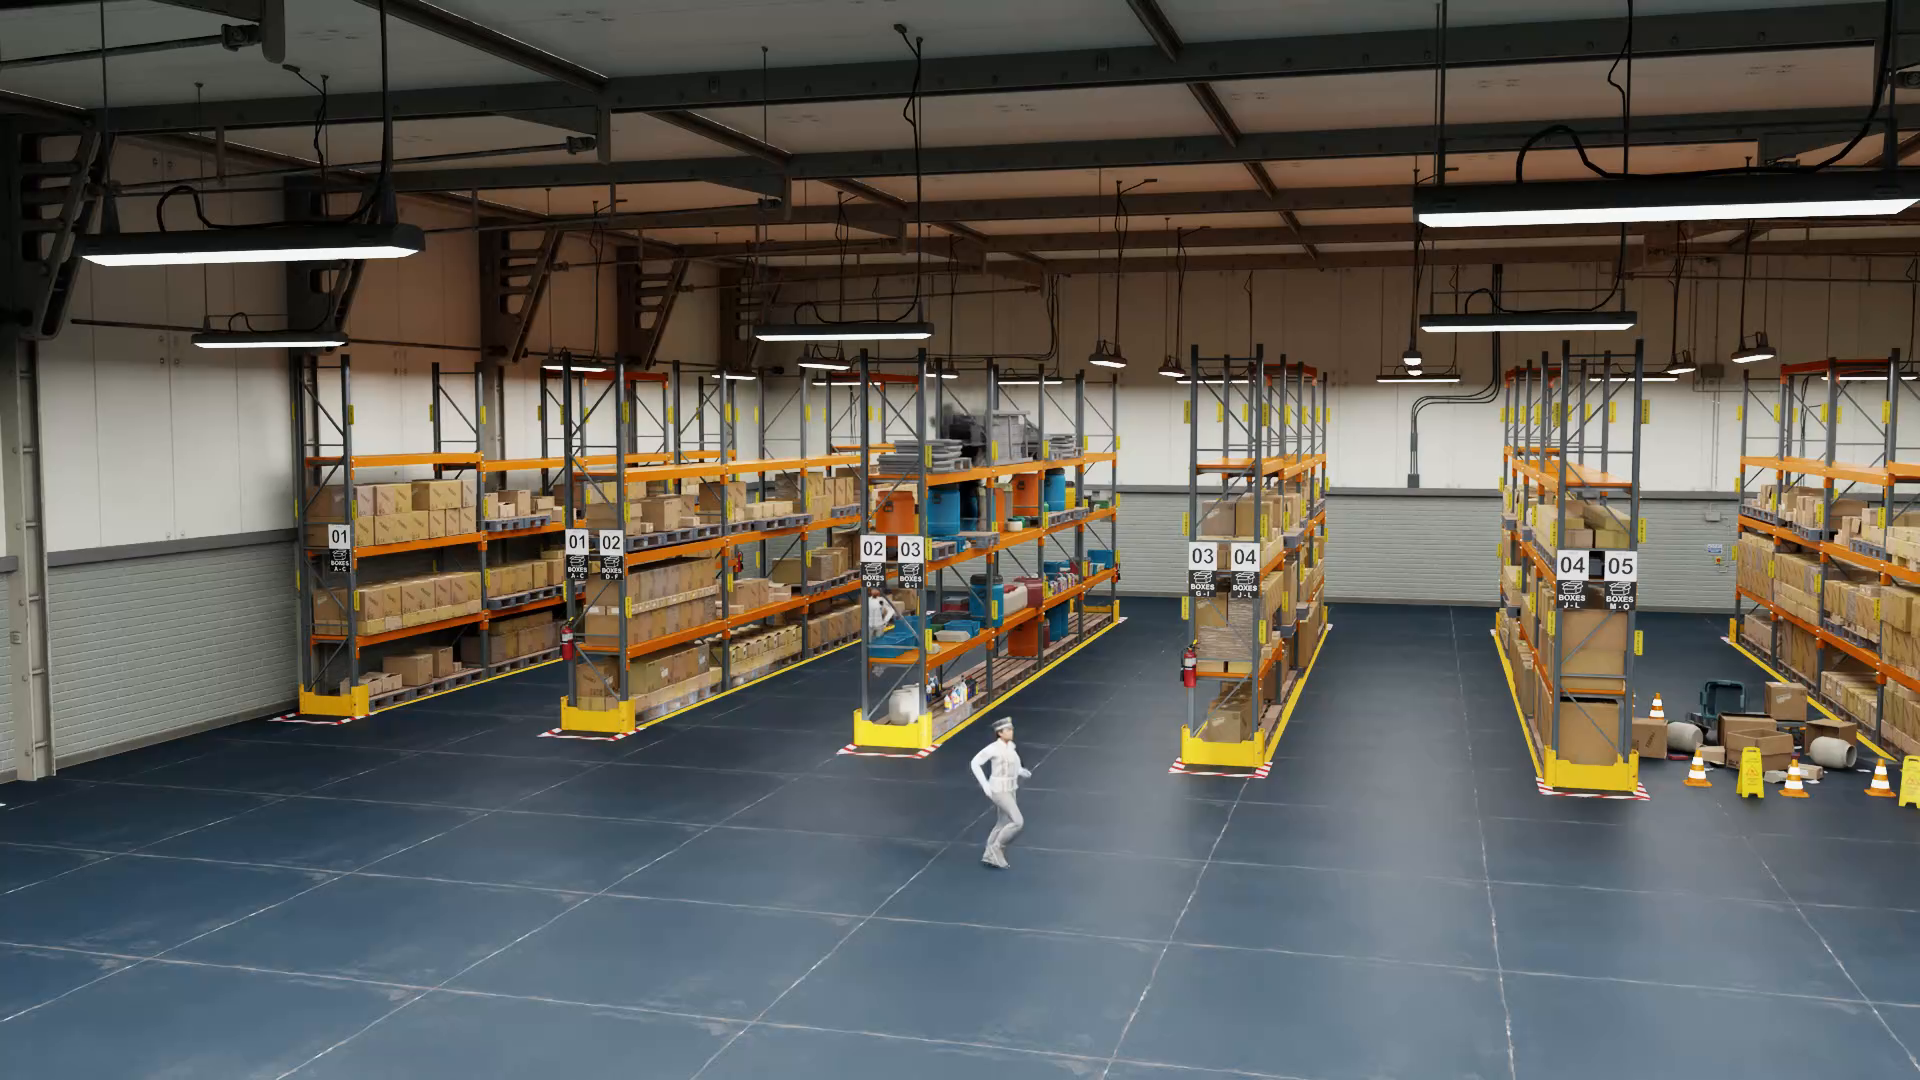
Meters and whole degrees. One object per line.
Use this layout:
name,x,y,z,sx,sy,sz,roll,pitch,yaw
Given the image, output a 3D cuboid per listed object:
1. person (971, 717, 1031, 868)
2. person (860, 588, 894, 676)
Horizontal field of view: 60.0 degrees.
person,0.510,2.778,18.346,0.610,1.665,0.597,2,5,30
person,-1.538,1.622,30.253,0.597,1.737,0.600,1,4,8
